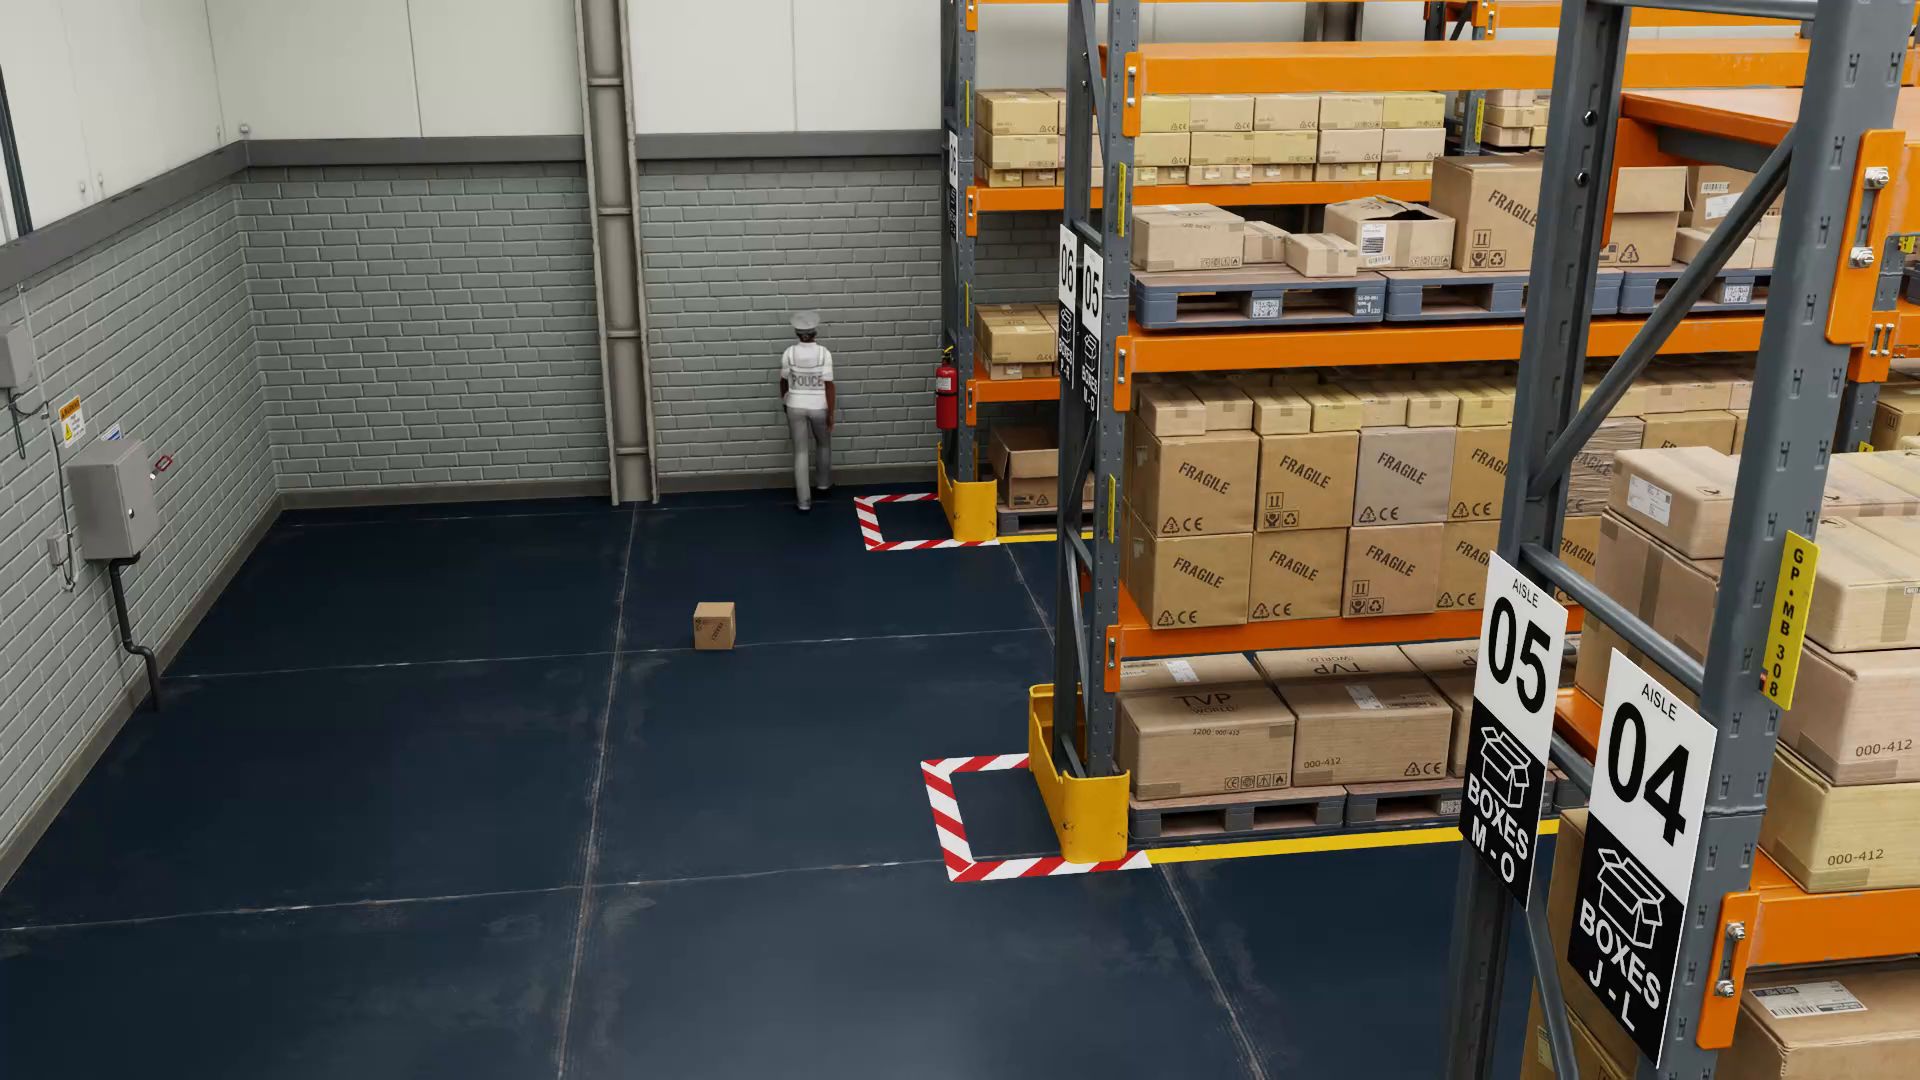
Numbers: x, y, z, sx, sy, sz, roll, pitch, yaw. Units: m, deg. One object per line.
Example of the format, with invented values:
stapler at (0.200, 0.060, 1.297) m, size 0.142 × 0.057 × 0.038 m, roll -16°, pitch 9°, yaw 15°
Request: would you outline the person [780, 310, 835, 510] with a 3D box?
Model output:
person at (-1.296, -1.147, 14.121) m, size 0.455 × 1.661 × 0.837 m, roll -2°, pitch 20°, yaw -6°
